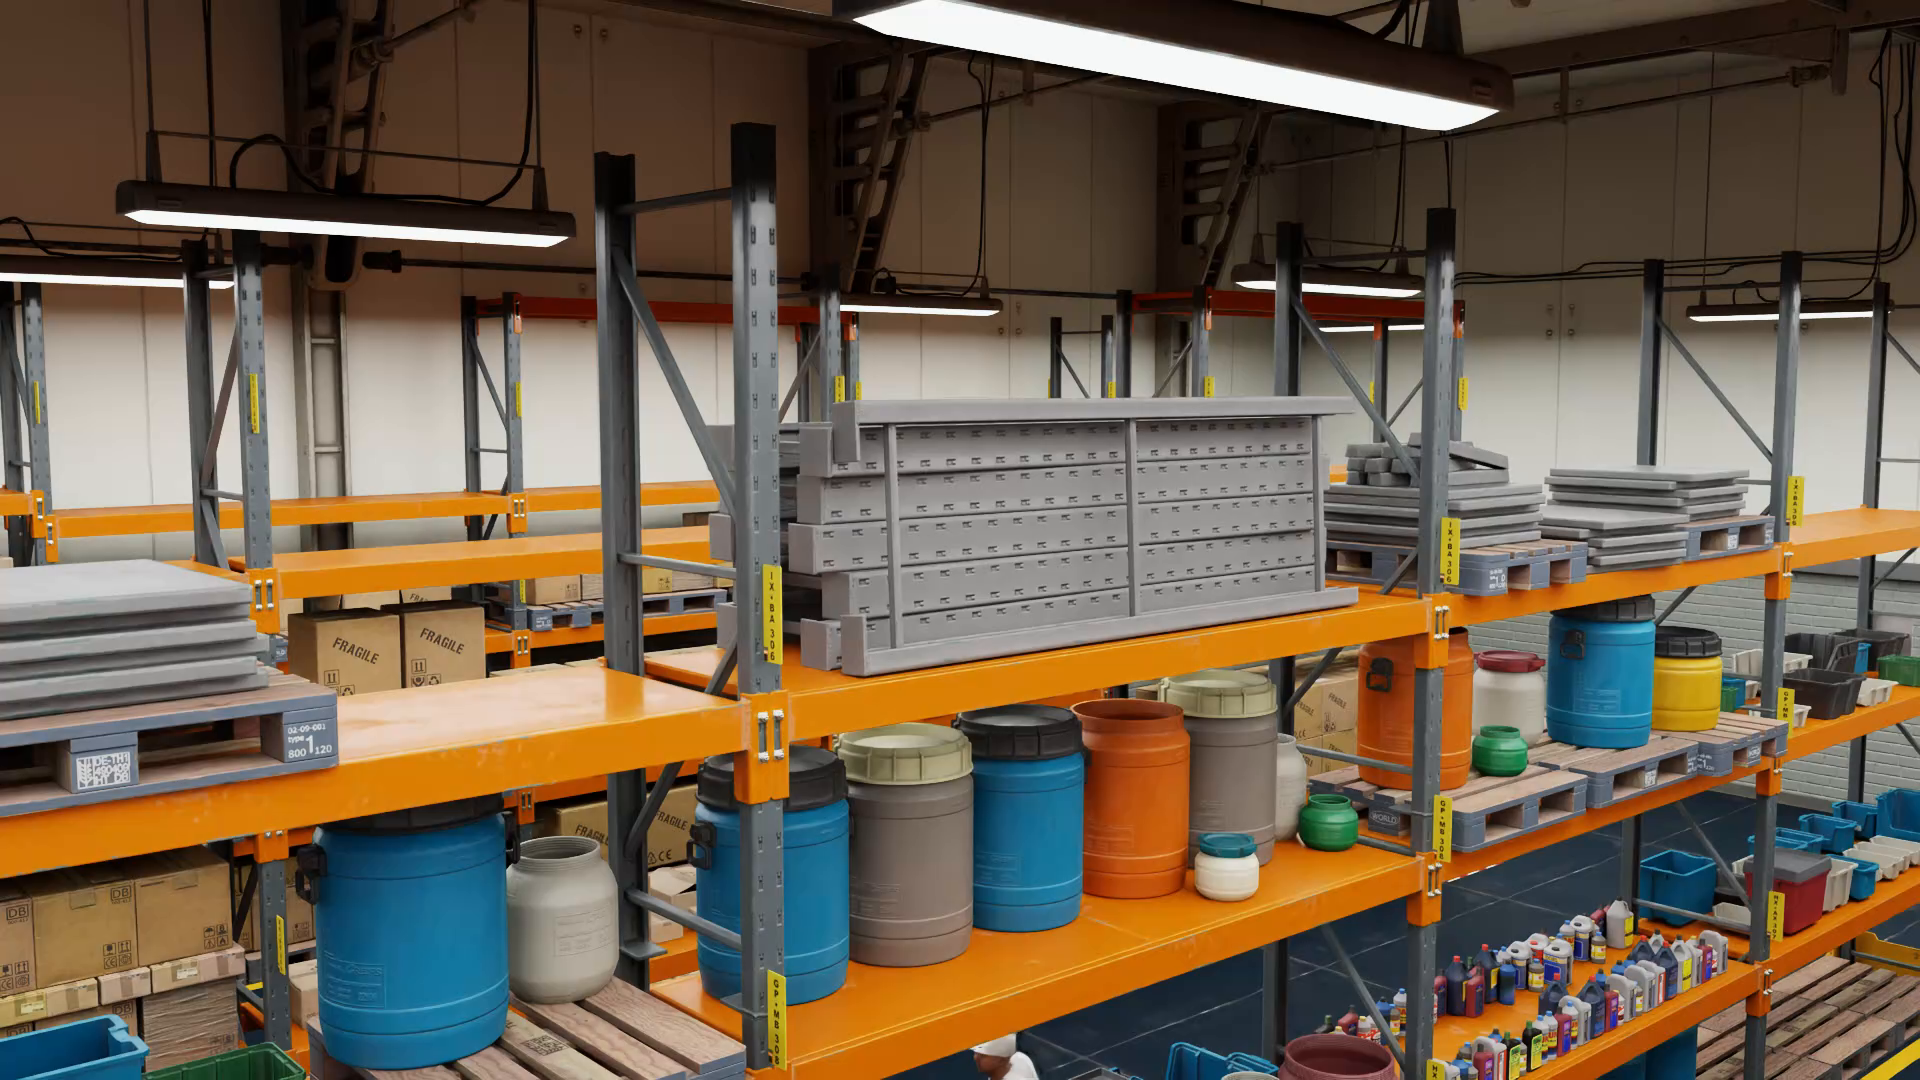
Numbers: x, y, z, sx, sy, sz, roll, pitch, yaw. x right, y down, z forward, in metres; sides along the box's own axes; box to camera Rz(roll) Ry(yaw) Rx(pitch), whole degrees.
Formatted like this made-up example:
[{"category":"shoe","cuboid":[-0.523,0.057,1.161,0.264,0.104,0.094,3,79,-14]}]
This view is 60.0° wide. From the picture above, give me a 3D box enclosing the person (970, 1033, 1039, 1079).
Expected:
[{"category":"person","cuboid":[0.230,3.472,9.305,0.580,1.683,0.910,0,5,-1]}]
